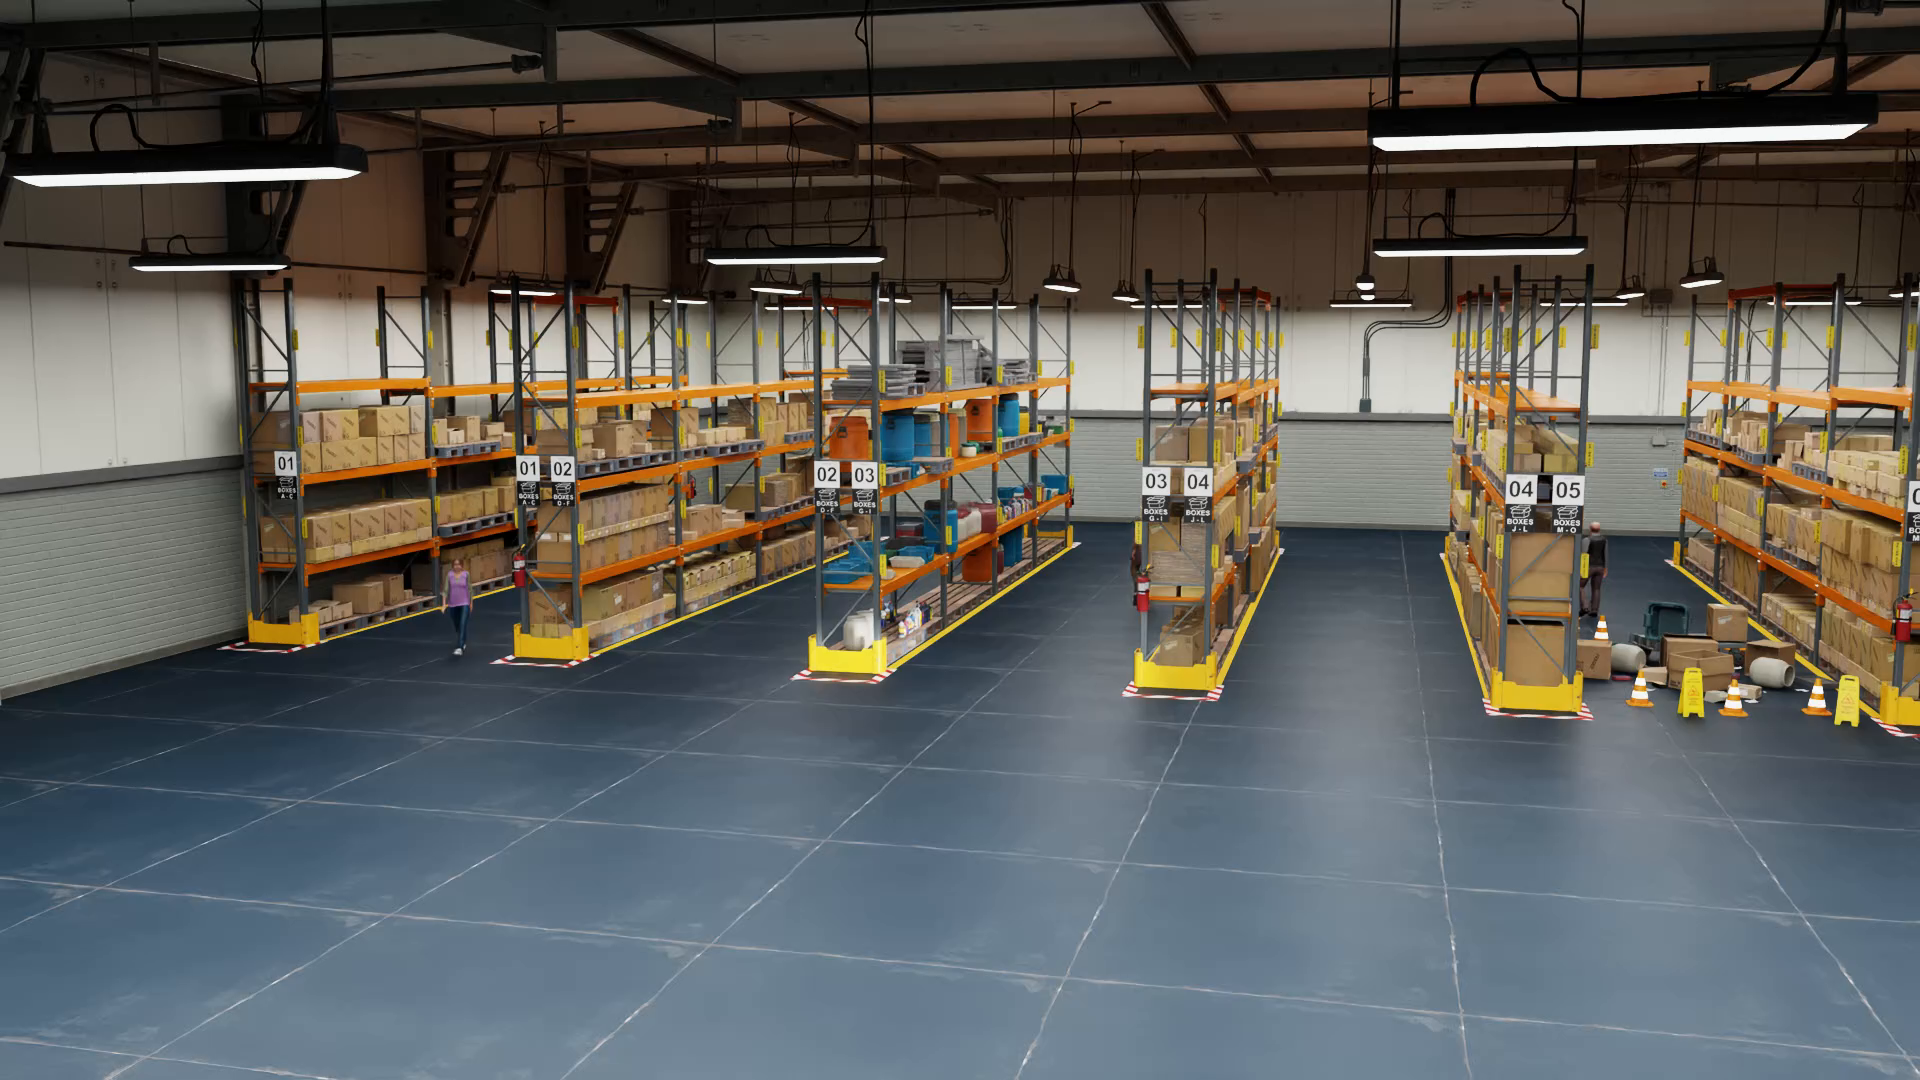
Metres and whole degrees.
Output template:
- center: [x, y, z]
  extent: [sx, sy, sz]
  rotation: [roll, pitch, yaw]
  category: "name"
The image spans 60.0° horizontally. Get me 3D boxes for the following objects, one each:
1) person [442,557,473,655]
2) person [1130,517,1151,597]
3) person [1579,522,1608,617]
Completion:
- center: [-7.996, 1.052, 26.456]
  extent: [0.436, 1.553, 0.847]
  rotation: [0, 7, -4]
  category: "person"
- center: [3.518, 0.195, 31.410]
  extent: [0.638, 1.769, 0.568]
  rotation: [-2, 7, -18]
  category: "person"
- center: [11.490, 0.543, 30.213]
  extent: [0.565, 1.748, 0.389]
  rotation: [-1, 7, -9]
  category: "person"
